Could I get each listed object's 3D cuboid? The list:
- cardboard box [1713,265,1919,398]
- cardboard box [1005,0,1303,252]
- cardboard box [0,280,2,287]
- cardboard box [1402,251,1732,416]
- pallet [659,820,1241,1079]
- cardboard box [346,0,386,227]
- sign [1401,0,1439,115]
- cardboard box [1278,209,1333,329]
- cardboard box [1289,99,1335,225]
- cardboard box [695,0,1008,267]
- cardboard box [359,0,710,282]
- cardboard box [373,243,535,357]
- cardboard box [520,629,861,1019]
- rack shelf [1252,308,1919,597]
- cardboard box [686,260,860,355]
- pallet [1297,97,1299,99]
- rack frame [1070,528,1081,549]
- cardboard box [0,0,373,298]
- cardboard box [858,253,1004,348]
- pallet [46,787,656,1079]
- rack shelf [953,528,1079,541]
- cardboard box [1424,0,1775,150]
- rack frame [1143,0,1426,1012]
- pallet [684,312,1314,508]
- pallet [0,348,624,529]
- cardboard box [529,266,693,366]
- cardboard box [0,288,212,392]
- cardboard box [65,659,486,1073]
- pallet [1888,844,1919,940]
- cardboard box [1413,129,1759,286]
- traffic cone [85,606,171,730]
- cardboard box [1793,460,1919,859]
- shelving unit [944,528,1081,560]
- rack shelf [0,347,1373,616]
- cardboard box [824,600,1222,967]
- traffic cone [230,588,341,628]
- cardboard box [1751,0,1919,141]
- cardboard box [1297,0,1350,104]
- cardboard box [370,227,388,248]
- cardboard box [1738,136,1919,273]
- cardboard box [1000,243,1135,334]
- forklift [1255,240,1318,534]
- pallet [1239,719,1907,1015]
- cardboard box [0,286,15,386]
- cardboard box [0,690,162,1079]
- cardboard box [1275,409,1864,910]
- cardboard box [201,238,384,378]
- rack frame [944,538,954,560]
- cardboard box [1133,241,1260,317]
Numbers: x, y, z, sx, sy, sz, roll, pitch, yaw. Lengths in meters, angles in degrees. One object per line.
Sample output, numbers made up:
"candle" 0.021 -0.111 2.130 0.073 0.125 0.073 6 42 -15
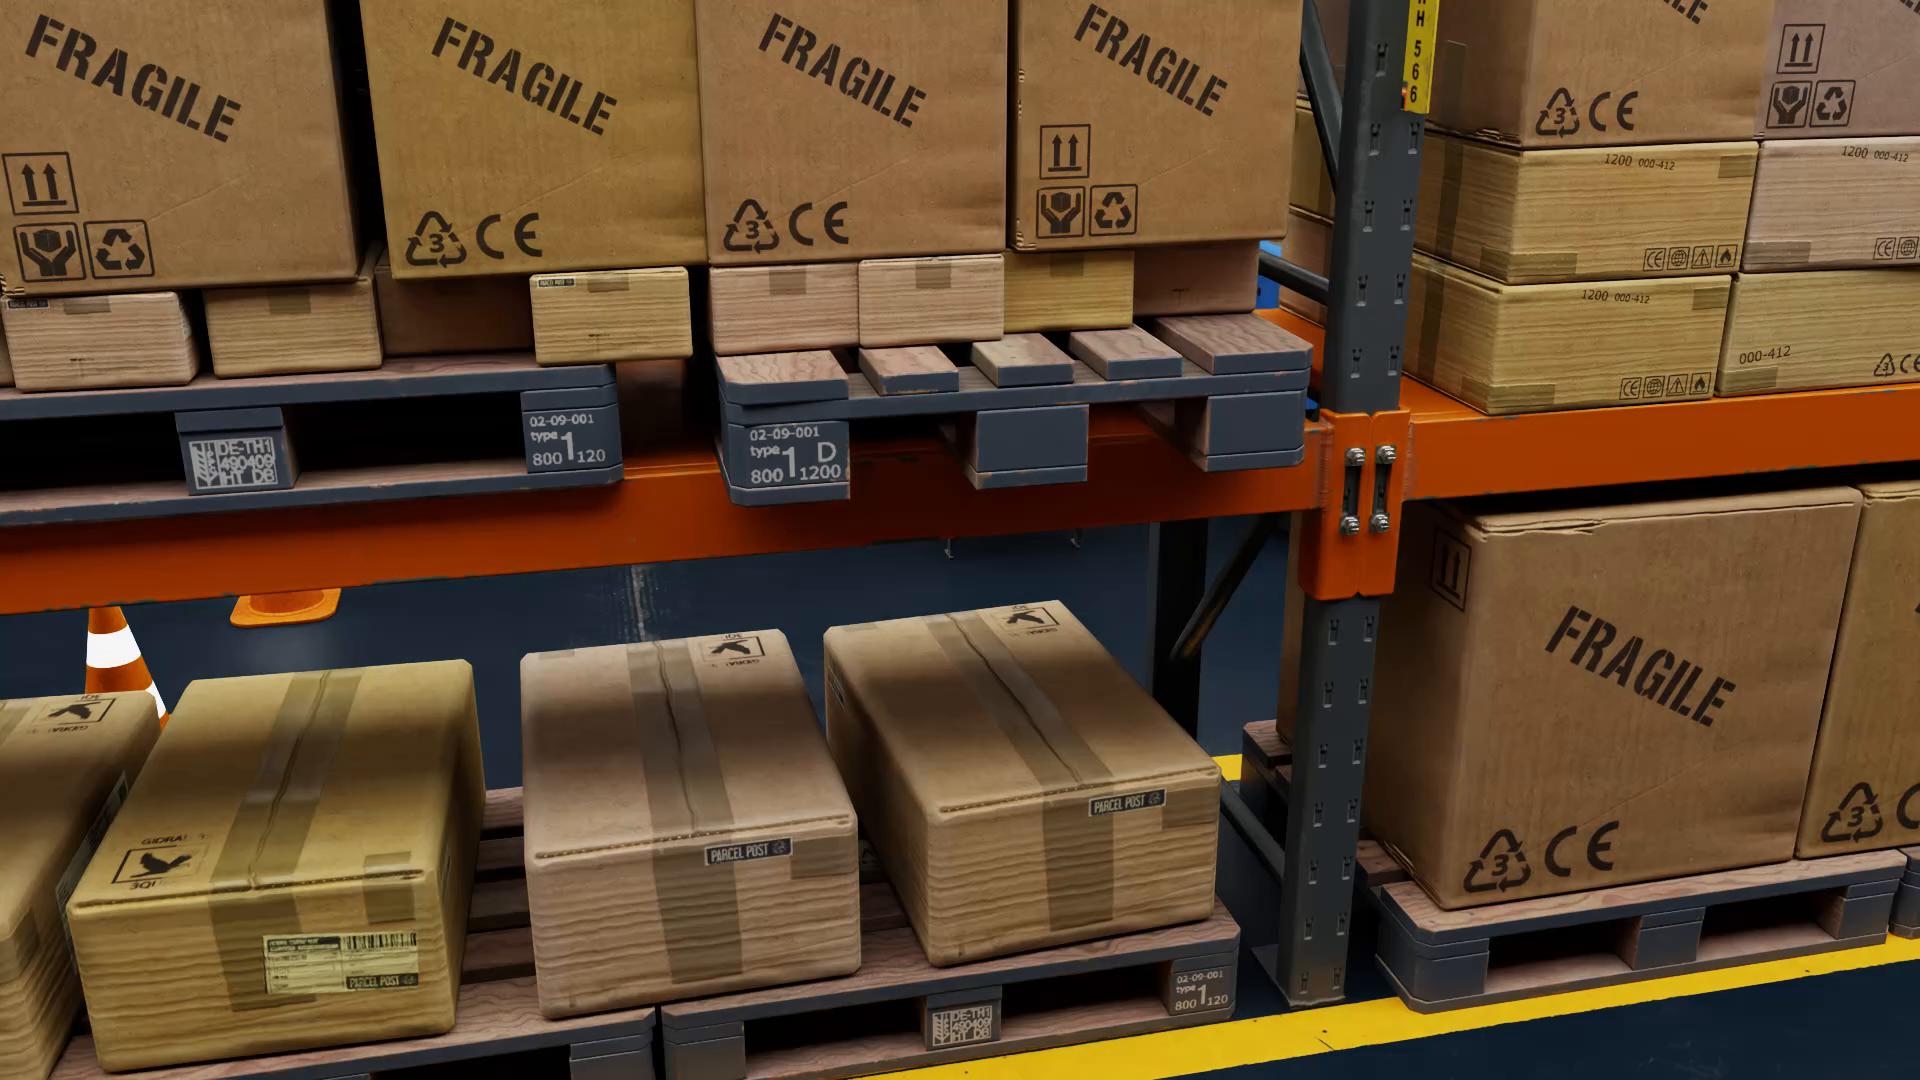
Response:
"cardboard box" 1.684 -0.502 3.542 0.500 0.250 0.500 -5 21 -14
"cardboard box" 0.275 -0.826 3.020 0.500 0.500 0.500 -5 21 -14
"cardboard box" -1.745 -0.654 2.551 0.500 0.500 0.500 -5 21 -13
"cardboard box" 1.188 -0.455 3.415 0.500 0.250 0.500 -5 21 -13
"pallet" -0.107 0.799 3.825 1.213 0.211 1.003 -5 21 -12
"cardboard box" -1.347 -0.872 3.146 0.500 0.500 0.500 -5 21 -15
"sign" 0.788 -0.897 2.834 0.005 0.325 0.100 -5 21 -12
"cardboard box" 1.086 -0.628 3.886 0.500 0.250 0.500 -5 21 -14
"cardboard box" 1.067 -0.859 3.790 0.500 0.250 0.500 -5 21 -13
"cardboard box" -0.225 -0.782 2.899 0.500 0.500 0.500 -5 21 -13
"cardboard box" -0.716 -0.741 2.789 0.500 0.500 0.500 -6 21 -16
"cardboard box" -0.875 -0.444 2.921 0.250 0.149 0.380 -4 21 -12
"cardboard box" -0.615 0.568 3.613 0.625 0.372 0.950 -5 21 -14
"rack shelf" 2.600 -0.392 4.069 4.000 0.370 1.077 -5 21 -12
"cardboard box" -0.337 -0.448 2.932 0.250 0.149 0.380 -6 21 -15
"pallet" 1.333 -2.301 8.513 1.213 0.211 1.003 -5 21 -12
"rack frame" 0.399 -1.018 6.042 0.015 2.100 0.400 -5 21 -12
"cardboard box" -1.247 -0.698 2.672 0.500 0.500 0.500 -6 21 -15
"cardboard box" -0.090 -0.465 2.979 0.250 0.149 0.380 -5 21 -13
"pallet" -1.292 0.895 3.565 1.213 0.211 1.003 -5 21 -12
"rack shelf" 0.161 -0.329 6.235 0.480 0.518 0.431 -5 21 -12
"cardboard box" 1.190 -1.045 3.207 0.500 0.500 0.500 -5 21 -14
"rack frame" 0.654 -0.571 3.513 0.127 3.000 1.000 -5 21 -12
"pallet" -0.015 -0.389 3.295 1.003 0.211 1.213 -5 21 -12
"pallet" -1.263 -0.311 3.081 1.213 0.211 1.003 -5 21 -12
"cardboard box" -0.602 -0.422 2.860 0.250 0.149 0.380 -4 21 -12
"cardboard box" -1.353 -0.366 2.707 0.250 0.149 0.380 -4 20 -10
"cardboard box" -1.354 0.626 3.455 0.625 0.372 0.950 -4 20 -11
"pallet" 2.623 0.605 4.355 1.213 0.211 1.003 -5 21 -12
"cardboard box" 1.204 -0.693 3.337 0.500 0.250 0.500 -5 21 -13
"traffic cone" -2.354 0.370 4.633 0.334 0.463 0.336 -5 21 -12
"cardboard box" 2.214 0.133 4.069 0.875 0.875 0.875 -4 21 -12
"shelving unit" 0.161 -0.999 5.989 0.503 2.100 0.431 -5 21 -12
"rack shelf" -1.292 -0.075 3.205 4.000 0.370 1.077 -5 21 -12
"cardboard box" 0.102 0.507 3.780 0.625 0.372 0.950 -6 21 -16
"traffic cone" -2.302 0.012 5.609 0.334 0.463 0.336 -5 21 -12
"cardboard box" 1.671 -1.087 3.323 0.500 0.500 0.500 -5 21 -12
"cardboard box" 1.097 -1.216 3.675 0.500 0.500 0.500 -5 21 -14
"cardboard box" -1.020 -0.574 3.276 0.250 0.149 0.380 -4 20 -10
"cardboard box" 1.707 -0.734 3.448 0.500 0.250 0.500 -4 21 -11
"cardboard box" 0.145 -0.500 3.074 0.250 0.149 0.380 -4 21 -12
"forklift" 2.553 -1.617 6.469 3.031 2.935 1.130 -5 21 -14
"pallet" 1.438 0.701 4.094 1.213 0.211 1.003 -5 21 -12
"cardboard box" -1.624 -0.362 2.697 0.250 0.149 0.380 -4 21 -12
"cardboard box" -2.030 0.682 3.303 0.625 0.372 0.950 -3 20 -9
"cardboard box" 1.345 0.202 3.880 0.875 0.875 0.875 -5 21 -13
"cardboard box" -1.101 -0.397 2.791 0.250 0.149 0.380 -5 21 -14
"rack frame" -0.076 -0.980 5.936 0.015 2.100 0.400 -5 21 -12
"cardboard box" 0.389 -0.546 3.198 0.250 0.149 0.380 -4 20 -10
